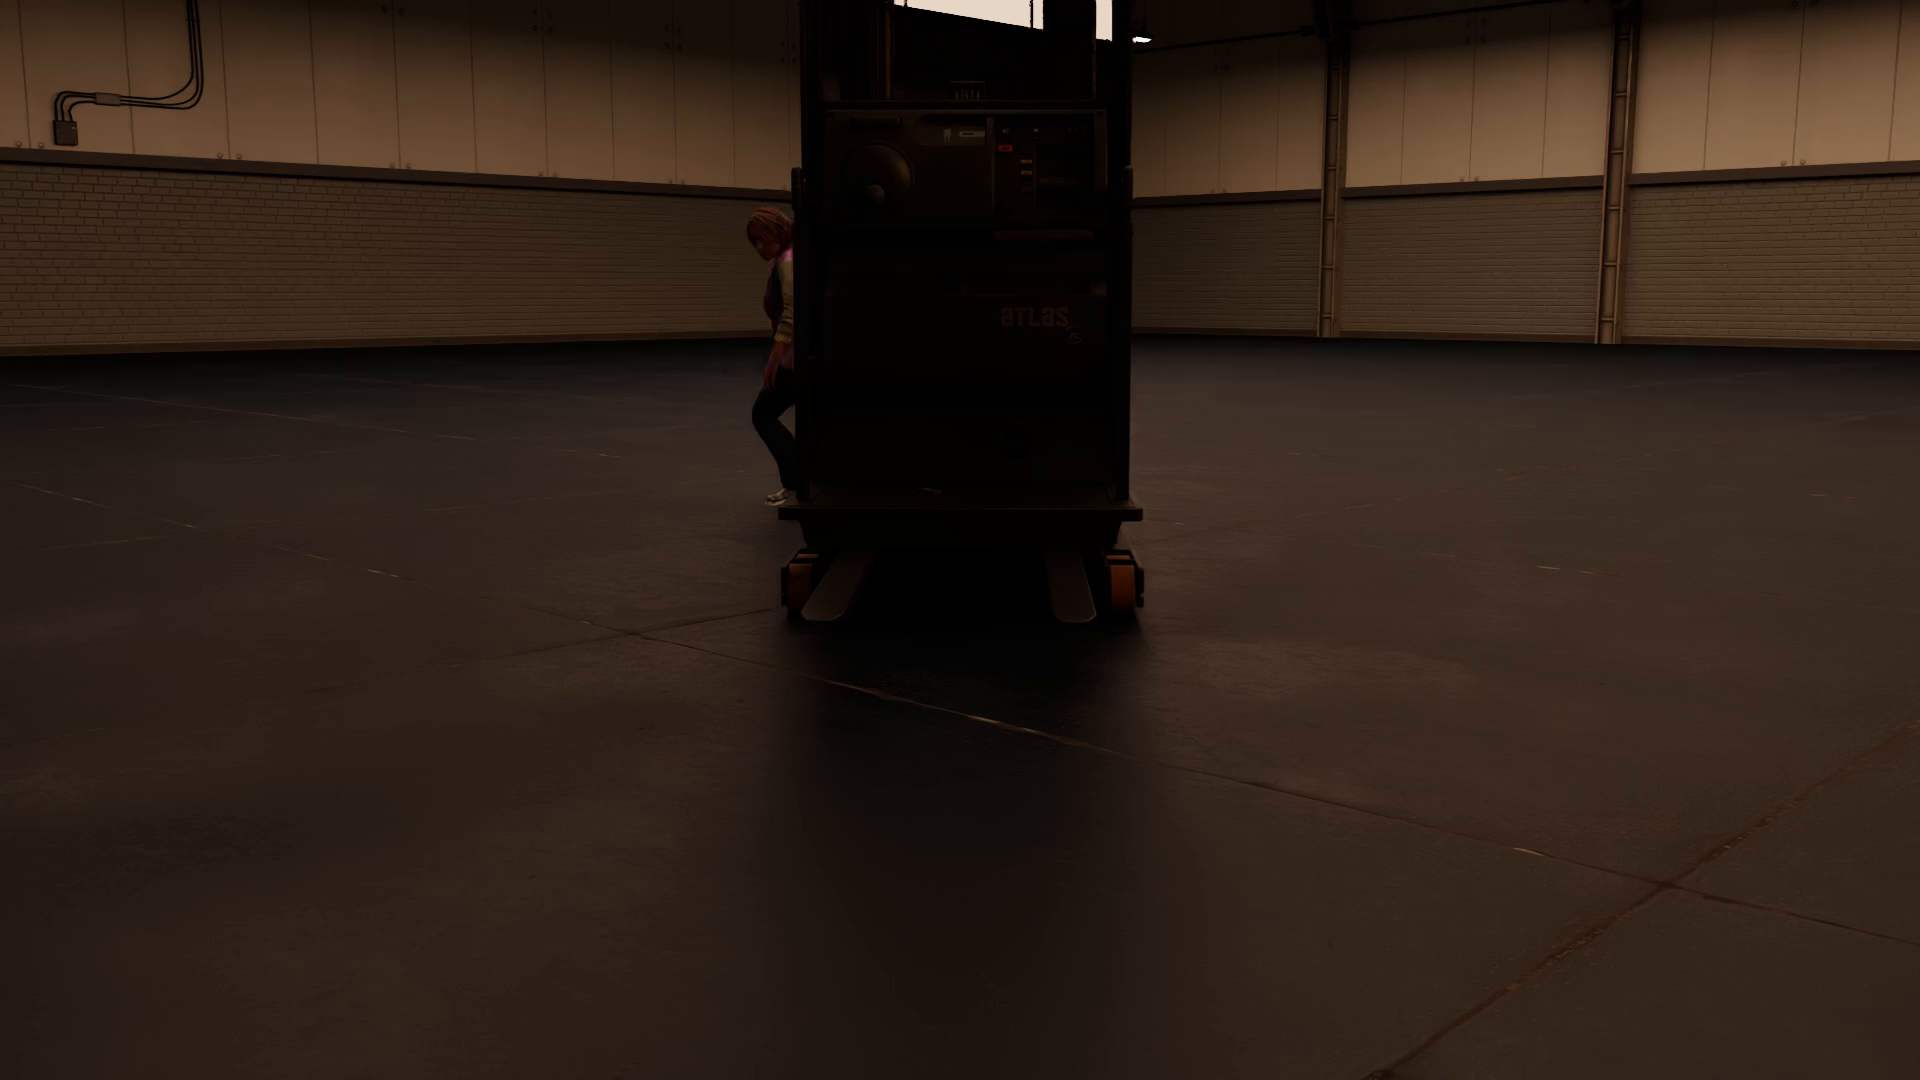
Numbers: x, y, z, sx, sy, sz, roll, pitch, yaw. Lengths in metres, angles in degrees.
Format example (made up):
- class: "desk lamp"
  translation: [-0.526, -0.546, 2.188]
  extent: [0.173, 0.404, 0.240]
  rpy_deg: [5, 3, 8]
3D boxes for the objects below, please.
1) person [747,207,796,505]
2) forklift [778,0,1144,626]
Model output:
- class: "person"
  translation: [-0.720, -0.830, 7.674]
  extent: [0.647, 1.395, 0.576]
  rpy_deg: [5, 10, 32]
- class: "forklift"
  translation: [0.013, -1.261, 5.245]
  extent: [1.130, 2.935, 3.031]
  rpy_deg: [0, 9, 2]
